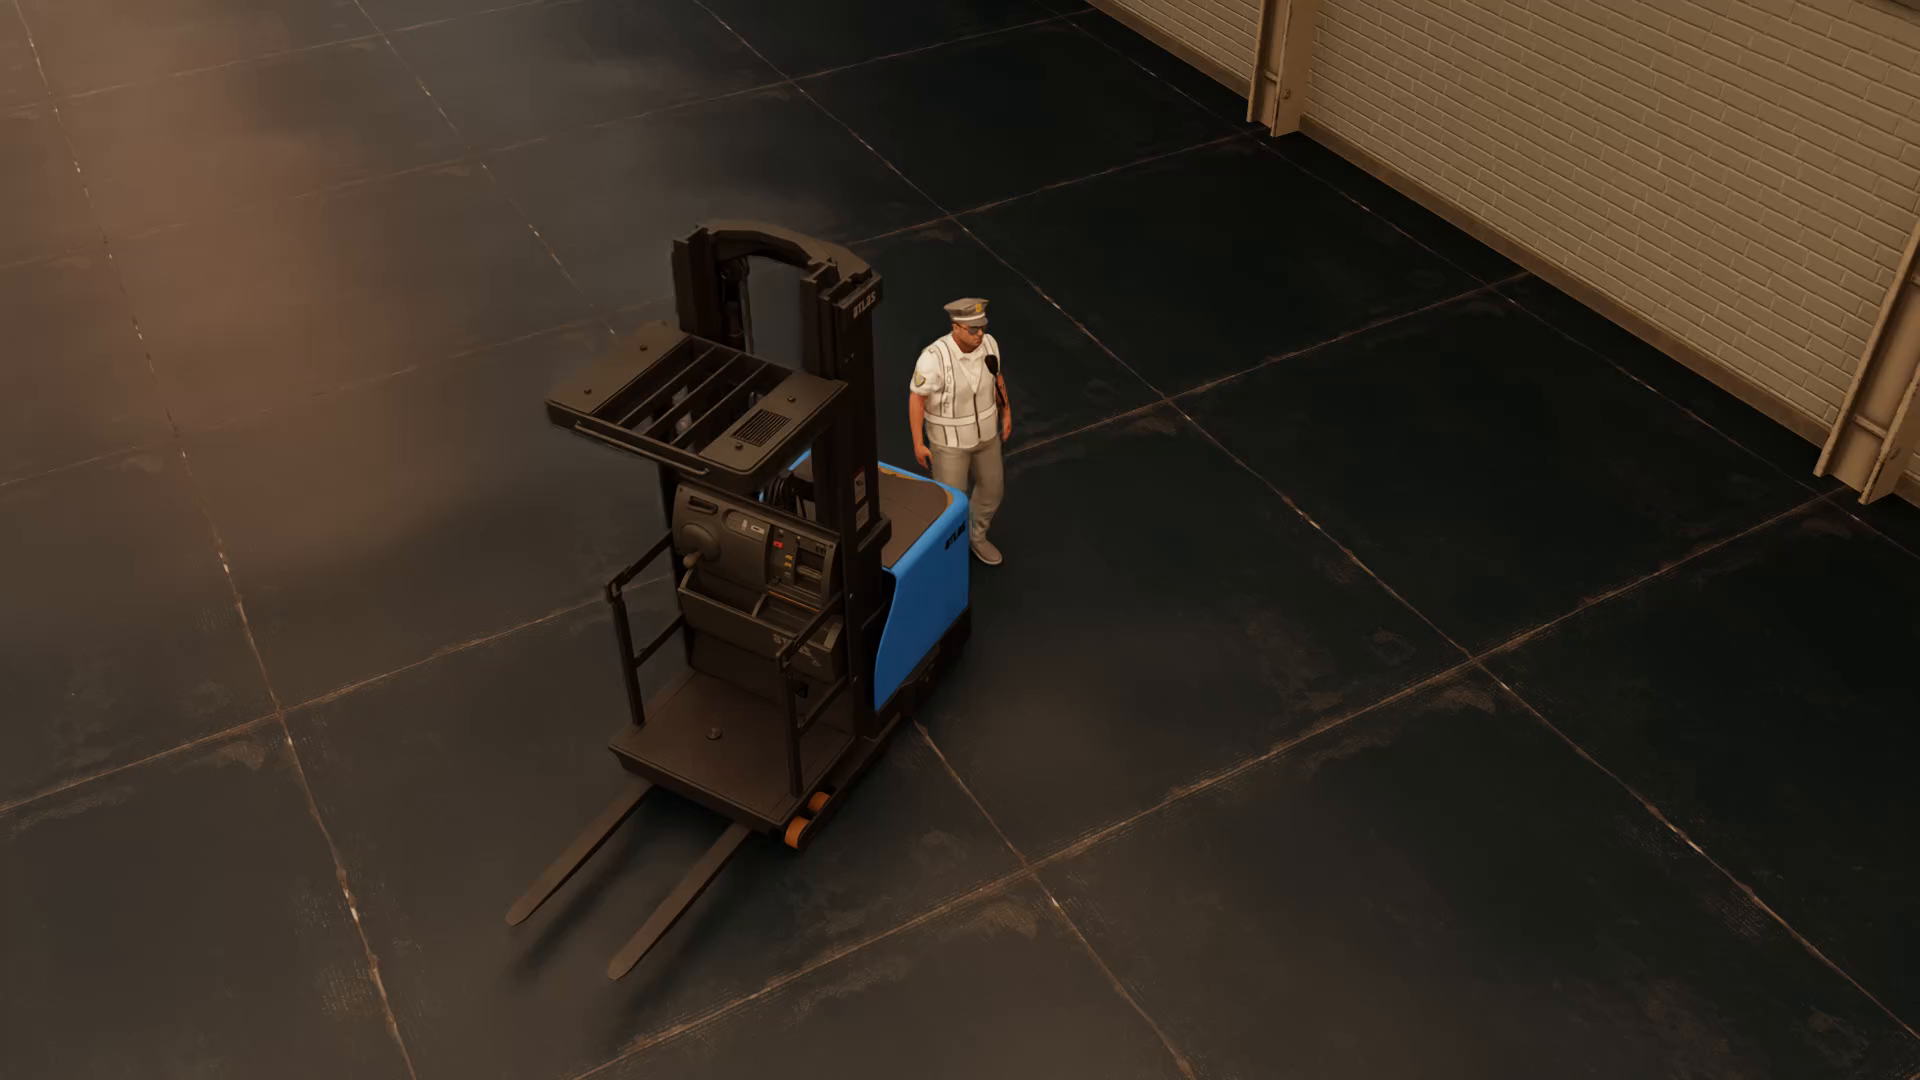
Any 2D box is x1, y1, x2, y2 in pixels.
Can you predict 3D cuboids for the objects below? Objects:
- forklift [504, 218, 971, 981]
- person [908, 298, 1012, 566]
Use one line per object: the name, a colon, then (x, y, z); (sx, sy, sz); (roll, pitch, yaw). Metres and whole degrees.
forklift: (-1.105, 0.104, 7.911); (1.130, 2.935, 3.031); (20, 44, 22)
person: (0.043, -0.610, 9.694); (0.691, 1.757, 0.485); (-23, 45, -25)
